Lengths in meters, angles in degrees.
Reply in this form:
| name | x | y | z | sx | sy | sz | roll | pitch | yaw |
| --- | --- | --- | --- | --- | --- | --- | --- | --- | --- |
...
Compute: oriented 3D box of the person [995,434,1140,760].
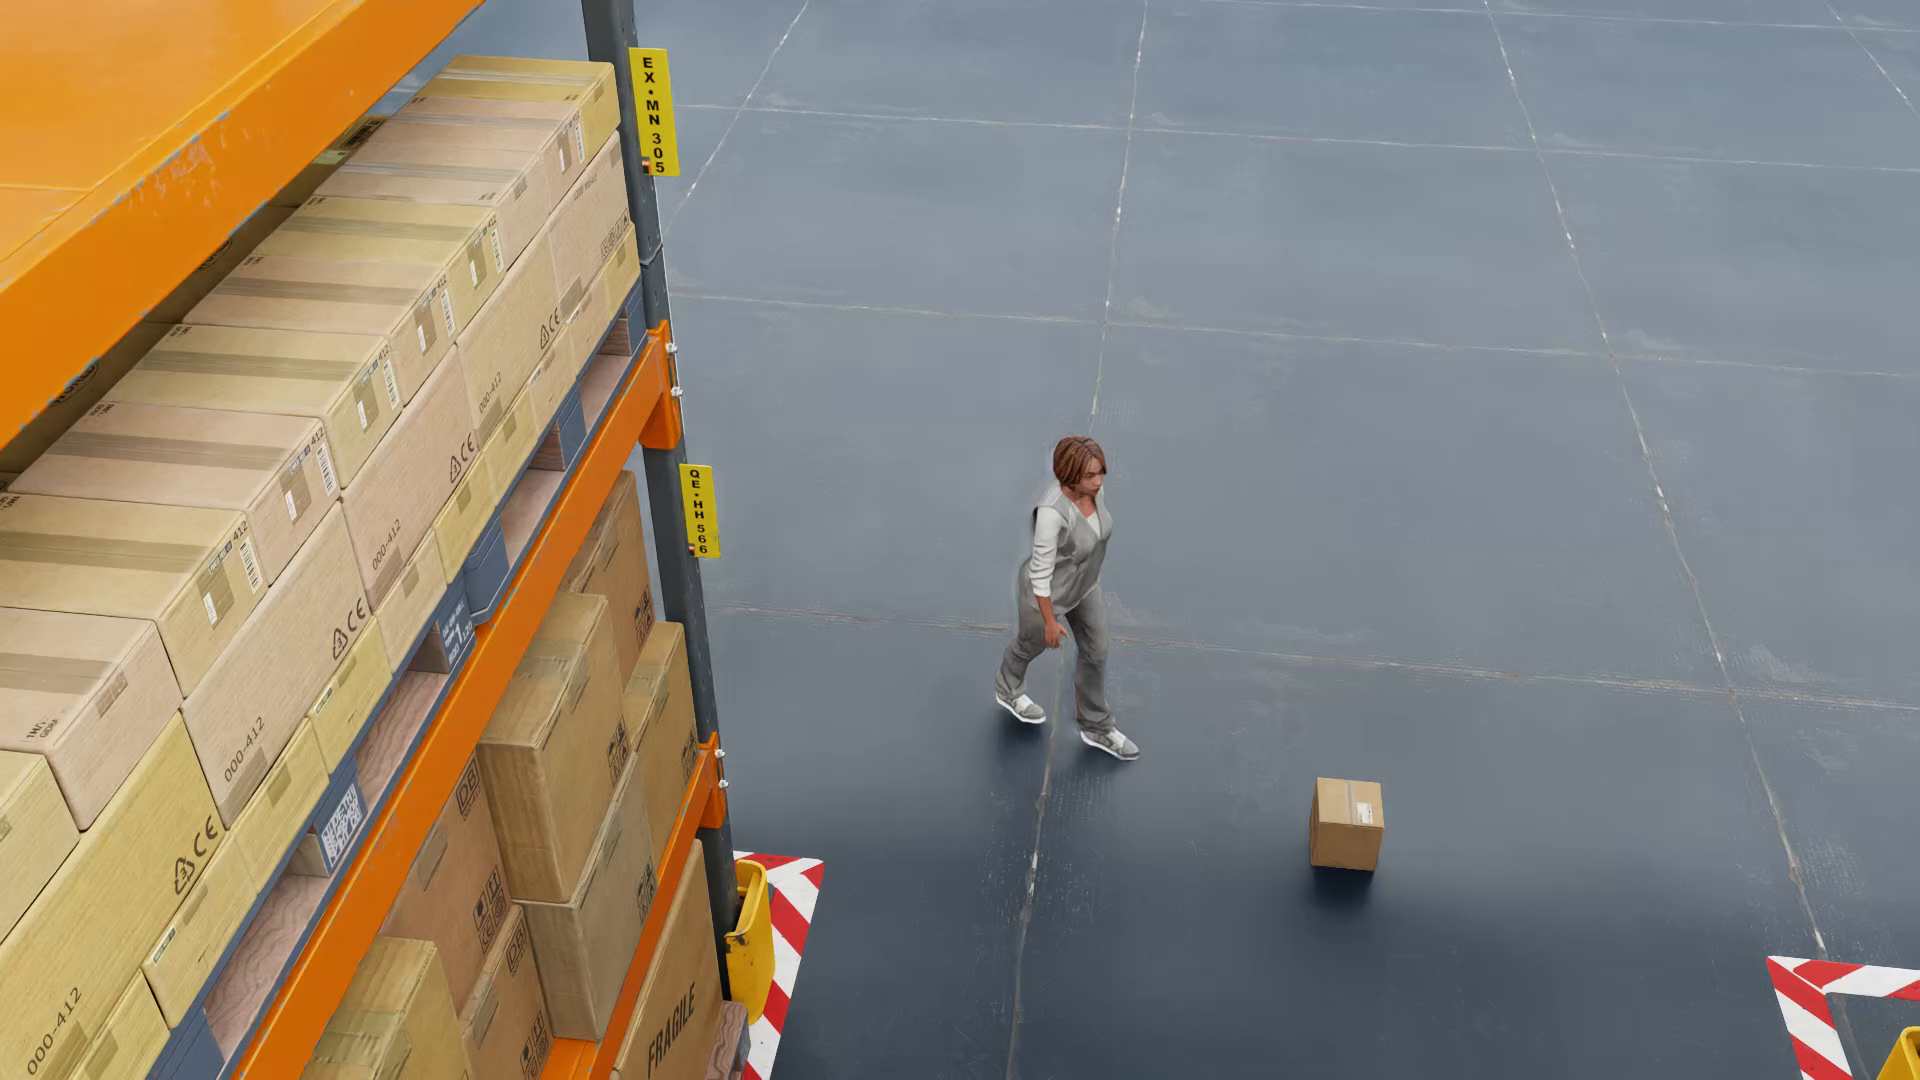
| name | x | y | z | sx | sy | sz | roll | pitch | yaw |
| --- | --- | --- | --- | --- | --- | --- | --- | --- | --- |
| person | 0.405 | 0.223 | 6.754 | 0.694 | 1.600 | 0.442 | 29 | 46 | 33 |
